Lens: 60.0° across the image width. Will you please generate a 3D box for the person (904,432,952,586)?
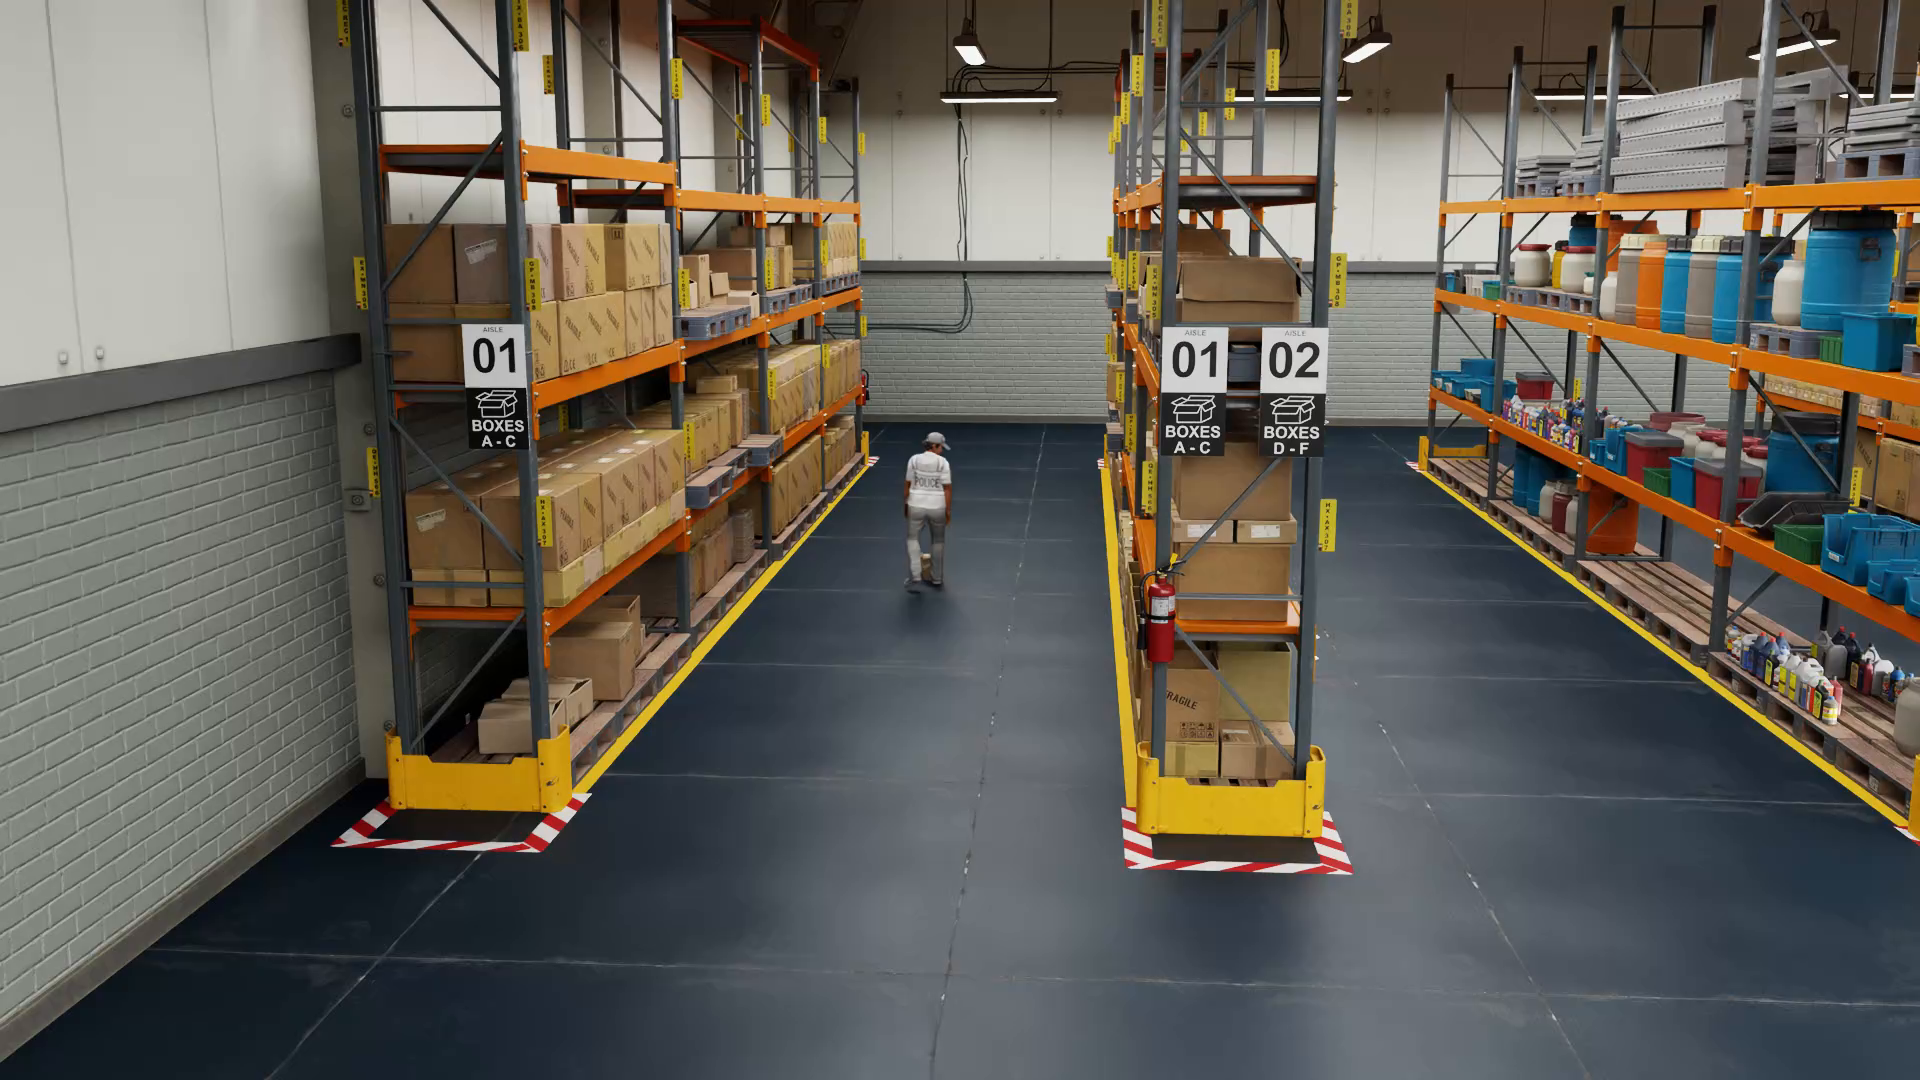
[{"bbox_3d":[-0.340,-0.317,17.535,0.509,1.646,0.714,0,11,-1],"label":"person"}]
